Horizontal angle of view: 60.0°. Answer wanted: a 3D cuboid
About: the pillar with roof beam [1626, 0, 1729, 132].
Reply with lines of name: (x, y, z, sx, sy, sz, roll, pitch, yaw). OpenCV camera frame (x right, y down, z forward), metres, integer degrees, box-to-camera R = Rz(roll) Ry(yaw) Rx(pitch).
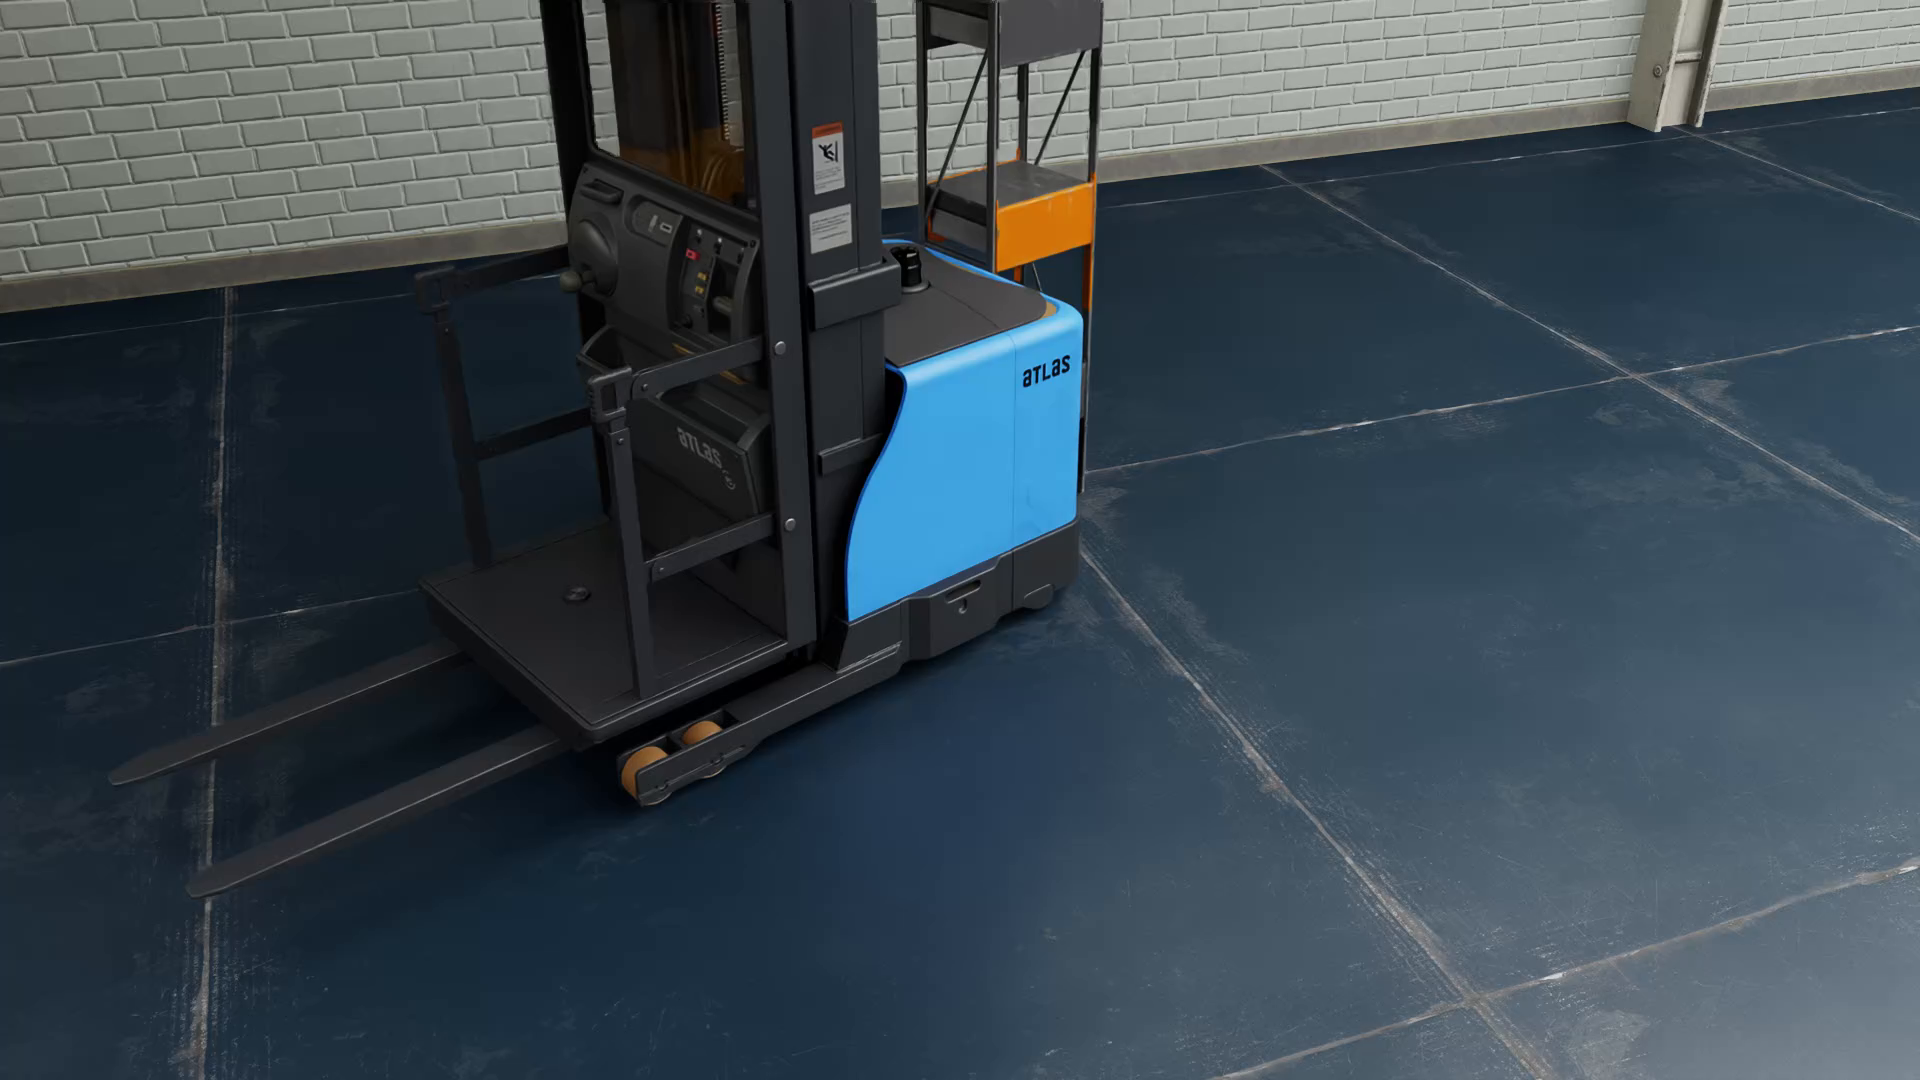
pillar with roof beam: (6.215, -4.711, 5.428, 0.400, 9.000, 9.100, -10, 31, -18)

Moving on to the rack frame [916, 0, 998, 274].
rack frame: (-0.013, -1.012, 5.905, 0.015, 2.100, 0.400, -23, 37, -35)

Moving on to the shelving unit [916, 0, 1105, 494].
shelving unit: (0.170, -1.092, 6.045, 0.503, 2.100, 0.431, -23, 37, -35)

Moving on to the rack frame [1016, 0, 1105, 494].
rack frame: (0.354, -1.171, 6.185, 0.015, 2.100, 0.400, -23, 37, -35)

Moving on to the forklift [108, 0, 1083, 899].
forklift: (-1.023, -0.790, 4.676, 3.031, 2.935, 1.130, -23, 37, -35)

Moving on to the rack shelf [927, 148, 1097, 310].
rack shelf: (0.170, -1.080, 6.052, 0.480, 0.518, 0.431, -23, 37, -35)

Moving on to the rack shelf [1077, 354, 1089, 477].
rack shelf: (0.170, -0.472, 6.398, 0.480, 0.518, 0.431, -23, 37, -35)

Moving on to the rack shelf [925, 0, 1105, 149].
rack shelf: (0.170, -1.688, 5.705, 0.480, 0.518, 0.431, -23, 37, -35)
